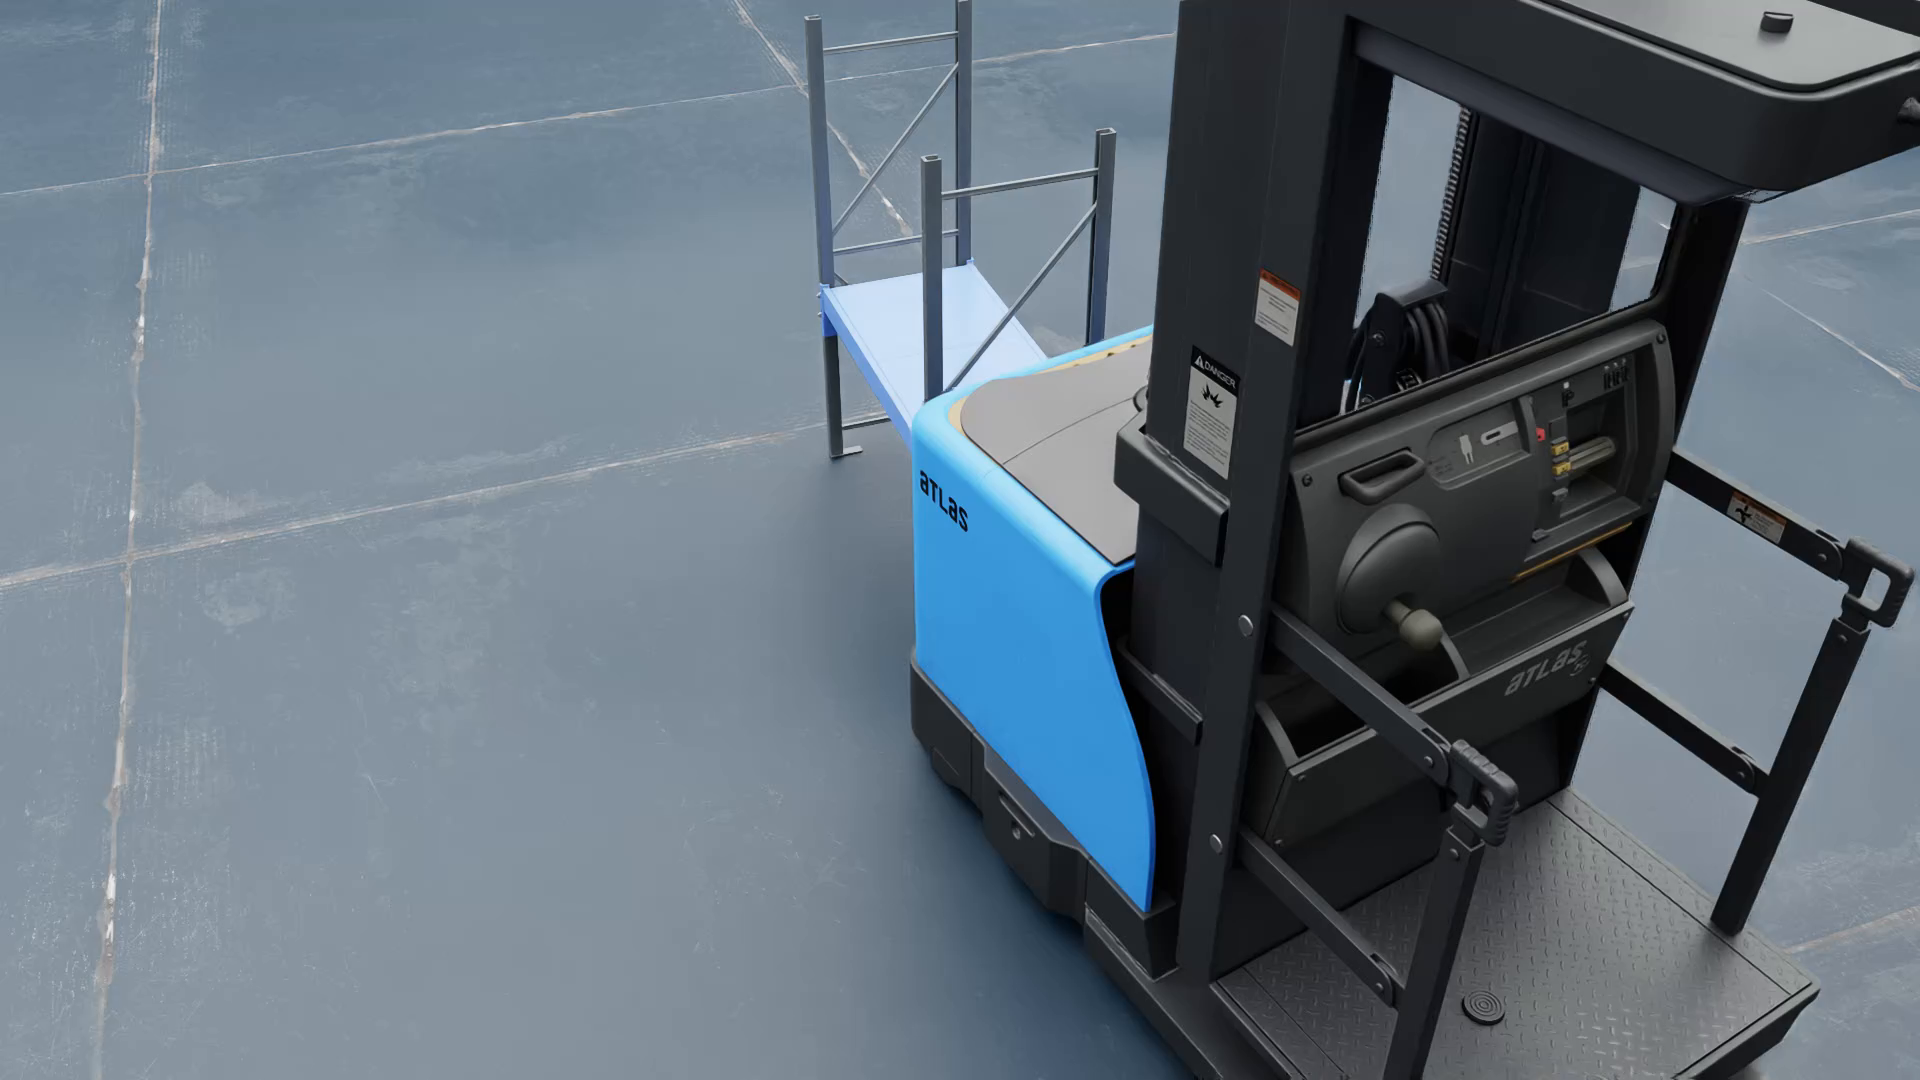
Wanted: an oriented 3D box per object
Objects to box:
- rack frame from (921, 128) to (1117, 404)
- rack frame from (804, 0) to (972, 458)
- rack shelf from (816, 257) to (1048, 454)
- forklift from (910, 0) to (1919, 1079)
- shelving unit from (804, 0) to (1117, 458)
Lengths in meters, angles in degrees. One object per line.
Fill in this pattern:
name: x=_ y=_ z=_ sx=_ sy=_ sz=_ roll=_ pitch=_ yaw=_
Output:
rack frame: x=0.146 y=-0.360 z=4.481 sx=0.500 sy=1.500 sz=0.032 roll=-12 pitch=39 yaw=-16
rack frame: x=-0.204 y=-0.934 z=5.244 sx=0.500 sy=1.500 sz=0.032 roll=-12 pitch=39 yaw=-16
rack shelf: x=-0.029 y=-0.504 z=4.971 sx=0.538 sy=0.185 sz=1.000 roll=-12 pitch=39 yaw=-16
forklift: x=1.078 y=-0.036 z=2.861 sx=1.130 sy=2.935 sz=3.031 roll=-21 pitch=42 yaw=-25
shelving unit: x=-0.029 y=-0.647 z=4.863 sx=0.538 sy=1.500 sz=1.048 roll=-12 pitch=39 yaw=-16
